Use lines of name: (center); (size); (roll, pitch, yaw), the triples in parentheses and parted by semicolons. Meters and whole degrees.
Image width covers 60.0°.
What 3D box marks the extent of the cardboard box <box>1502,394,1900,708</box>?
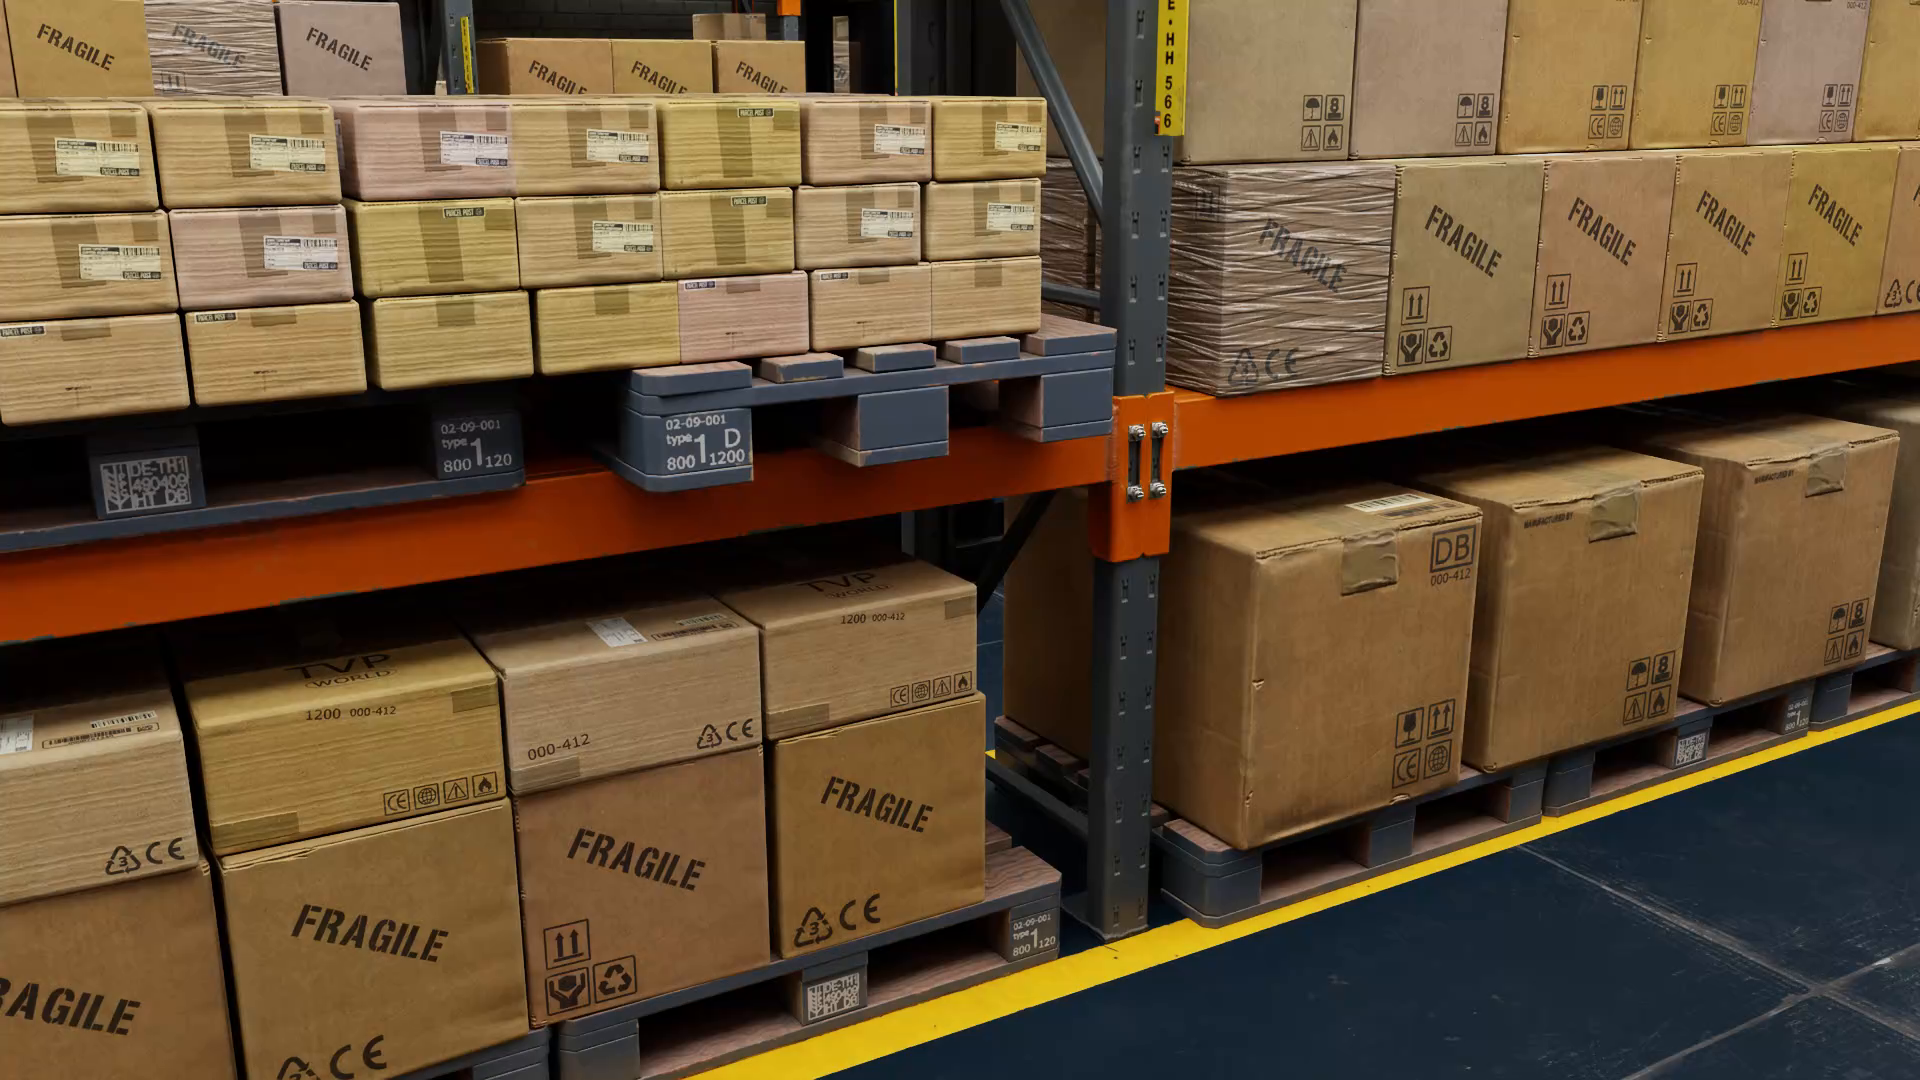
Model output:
cardboard box: (2.260, -0.038, 5.377); (0.750, 0.750, 1.050); (-9, 18, -30)

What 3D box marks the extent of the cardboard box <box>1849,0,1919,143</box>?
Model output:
cardboard box: (2.712, -1.546, 5.331); (0.500, 0.500, 0.700); (-10, 18, -31)

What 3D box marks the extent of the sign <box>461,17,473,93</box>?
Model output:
sign: (-2.202, -2.164, 7.427); (0.005, 0.325, 0.100); (-9, 18, -30)

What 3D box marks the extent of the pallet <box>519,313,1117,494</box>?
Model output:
pallet: (-0.411, -0.387, 3.589); (1.003, 0.211, 1.213); (-9, 18, -30)

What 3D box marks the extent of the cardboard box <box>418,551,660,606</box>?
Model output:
cardboard box: (-1.005, 0.148, 3.790); (0.500, 0.250, 0.500); (-9, 18, -30)

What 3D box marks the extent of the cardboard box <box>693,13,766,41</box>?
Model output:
cardboard box: (-1.233, -2.733, 8.886); (0.250, 0.149, 0.380); (-10, 19, -32)

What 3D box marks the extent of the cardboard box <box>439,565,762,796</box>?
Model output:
cardboard box: (-0.733, 0.266, 3.369); (0.500, 0.250, 0.500); (-9, 18, -29)

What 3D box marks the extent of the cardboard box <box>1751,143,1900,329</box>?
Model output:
cardboard box: (2.398, -0.932, 4.994); (0.500, 0.500, 0.500); (-9, 18, -29)

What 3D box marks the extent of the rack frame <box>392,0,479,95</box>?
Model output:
rack frame: (-2.490, -1.734, 8.040); (0.127, 3.000, 1.000); (-9, 18, -30)

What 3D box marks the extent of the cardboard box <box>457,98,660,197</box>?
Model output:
cardboard box: (-0.707, -0.688, 2.892); (0.250, 0.149, 0.380); (-9, 18, -28)

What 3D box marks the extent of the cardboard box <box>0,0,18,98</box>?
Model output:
cardboard box: (-4.101, -1.922, 6.672); (0.500, 0.500, 0.500); (-10, 18, -31)

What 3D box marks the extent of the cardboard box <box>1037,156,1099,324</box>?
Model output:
cardboard box: (0.393, -0.776, 4.436); (0.500, 0.500, 0.500); (-9, 18, -30)

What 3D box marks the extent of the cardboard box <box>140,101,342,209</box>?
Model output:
cardboard box: (-1.148, -0.617, 2.640); (0.250, 0.149, 0.380); (-8, 18, -27)

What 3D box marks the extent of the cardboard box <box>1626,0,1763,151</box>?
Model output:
cardboard box: (1.845, -1.406, 4.832); (0.500, 0.500, 0.700); (-9, 18, -30)

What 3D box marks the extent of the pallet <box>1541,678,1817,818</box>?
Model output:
pallet: (1.905, 0.479, 5.310); (1.213, 0.211, 1.003); (-9, 18, -30)

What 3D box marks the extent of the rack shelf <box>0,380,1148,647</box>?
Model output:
rack shelf: (-1.569, 0.021, 3.109); (4.000, 0.370, 1.077); (-9, 18, -30)

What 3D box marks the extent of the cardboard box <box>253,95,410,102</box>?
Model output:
cardboard box: (-1.250, -0.806, 3.312); (0.250, 0.149, 0.380); (-8, 18, -27)

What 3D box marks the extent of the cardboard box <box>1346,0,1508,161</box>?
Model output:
cardboard box: (0.968, -1.263, 4.322); (0.500, 0.500, 0.700); (-10, 18, -31)

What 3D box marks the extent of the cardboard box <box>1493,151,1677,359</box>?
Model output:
cardboard box: (1.536, -0.793, 4.495); (0.500, 0.500, 0.500); (-9, 18, -30)

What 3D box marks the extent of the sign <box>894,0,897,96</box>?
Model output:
sign: (-0.143, -1.289, 4.304); (0.005, 0.325, 0.100); (-9, 18, -30)

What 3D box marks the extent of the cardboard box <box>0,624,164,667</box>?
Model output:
cardboard box: (-1.882, 0.286, 3.296); (0.500, 0.250, 0.500); (-10, 19, -32)

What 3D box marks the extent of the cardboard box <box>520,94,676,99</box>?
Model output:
cardboard box: (-0.792, -0.880, 3.578); (0.250, 0.149, 0.380); (-9, 18, -30)

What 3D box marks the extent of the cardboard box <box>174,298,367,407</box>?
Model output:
cardboard box: (-1.143, -0.332, 2.726); (0.250, 0.149, 0.380); (-9, 18, -28)

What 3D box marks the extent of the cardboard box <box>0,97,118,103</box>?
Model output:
cardboard box: (-1.692, -0.735, 3.058); (0.250, 0.149, 0.380); (-10, 18, -30)

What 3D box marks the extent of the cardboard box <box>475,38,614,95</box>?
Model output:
cardboard box: (-1.986, -2.137, 7.961); (0.500, 0.500, 0.500); (-10, 18, -31)

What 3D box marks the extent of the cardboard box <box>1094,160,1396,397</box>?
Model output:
cardboard box: (0.669, -0.651, 3.990); (0.500, 0.500, 0.500); (-9, 18, -29)

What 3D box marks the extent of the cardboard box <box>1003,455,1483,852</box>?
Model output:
cardboard box: (0.714, 0.214, 4.479); (0.750, 0.750, 1.050); (-9, 18, -30)

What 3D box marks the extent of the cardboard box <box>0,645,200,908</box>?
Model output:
cardboard box: (-1.619, 0.407, 2.864); (0.500, 0.250, 0.500); (-8, 18, -28)

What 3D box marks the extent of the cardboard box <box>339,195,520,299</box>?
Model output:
cardboard box: (-0.925, -0.510, 2.809); (0.250, 0.149, 0.380); (-9, 18, -30)

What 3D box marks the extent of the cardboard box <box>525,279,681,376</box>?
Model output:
cardboard box: (-0.690, -0.406, 2.987); (0.250, 0.149, 0.380); (-9, 18, -30)

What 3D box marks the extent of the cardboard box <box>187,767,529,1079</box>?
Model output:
cardboard box: (-1.176, 0.699, 3.213); (0.500, 0.500, 0.500); (-10, 19, -32)

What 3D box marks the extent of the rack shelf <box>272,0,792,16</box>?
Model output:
rack shelf: (-3.336, -4.258, 12.819); (4.000, 0.370, 1.077); (-9, 18, -30)

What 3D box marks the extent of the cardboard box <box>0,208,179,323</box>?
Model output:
cardboard box: (-1.369, -0.438, 2.551); (0.250, 0.149, 0.380); (-10, 18, -31)

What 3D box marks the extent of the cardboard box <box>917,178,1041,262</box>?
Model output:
cardboard box: (-0.044, -0.654, 3.320); (0.250, 0.149, 0.380); (-9, 18, -29)

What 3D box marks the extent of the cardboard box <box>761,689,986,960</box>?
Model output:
cardboard box: (-0.284, 0.550, 3.743); (0.500, 0.500, 0.500); (-9, 18, -30)

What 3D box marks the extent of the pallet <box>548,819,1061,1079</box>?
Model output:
pallet: (-0.525, 0.848, 3.994); (1.213, 0.211, 1.003); (-9, 18, -30)

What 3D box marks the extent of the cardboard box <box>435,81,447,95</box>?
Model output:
cardboard box: (-3.972, -3.337, 12.371); (0.250, 0.149, 0.380); (-9, 18, -29)

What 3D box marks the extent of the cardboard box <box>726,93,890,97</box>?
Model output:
cardboard box: (-0.354, -0.951, 3.830); (0.250, 0.149, 0.380); (-9, 18, -30)

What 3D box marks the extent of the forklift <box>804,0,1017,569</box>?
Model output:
forklift: (-0.520, -1.316, 6.674); (3.031, 2.935, 1.130); (-10, 19, -33)

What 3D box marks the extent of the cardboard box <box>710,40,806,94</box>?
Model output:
cardboard box: (-1.091, -2.286, 8.495); (0.500, 0.500, 0.500); (-9, 18, -29)

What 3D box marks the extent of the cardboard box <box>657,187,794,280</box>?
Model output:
cardboard box: (-0.496, -0.579, 3.054); (0.250, 0.149, 0.380); (-9, 18, -28)

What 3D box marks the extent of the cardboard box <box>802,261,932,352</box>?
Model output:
cardboard box: (-0.254, -0.475, 3.236); (0.250, 0.149, 0.380); (-9, 18, -30)

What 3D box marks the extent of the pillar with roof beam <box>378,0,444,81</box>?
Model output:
pillar with roof beam: (-2.180, -5.165, 9.162); (0.400, 9.000, 9.100); (-9, 18, -30)

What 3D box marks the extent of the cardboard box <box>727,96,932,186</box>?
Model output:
cardboard box: (-0.255, -0.762, 3.157); (0.250, 0.149, 0.380); (-9, 18, -30)

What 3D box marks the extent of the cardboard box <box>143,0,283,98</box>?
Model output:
cardboard box: (-3.235, -2.058, 7.158); (0.500, 0.500, 0.500); (-9, 18, -29)
